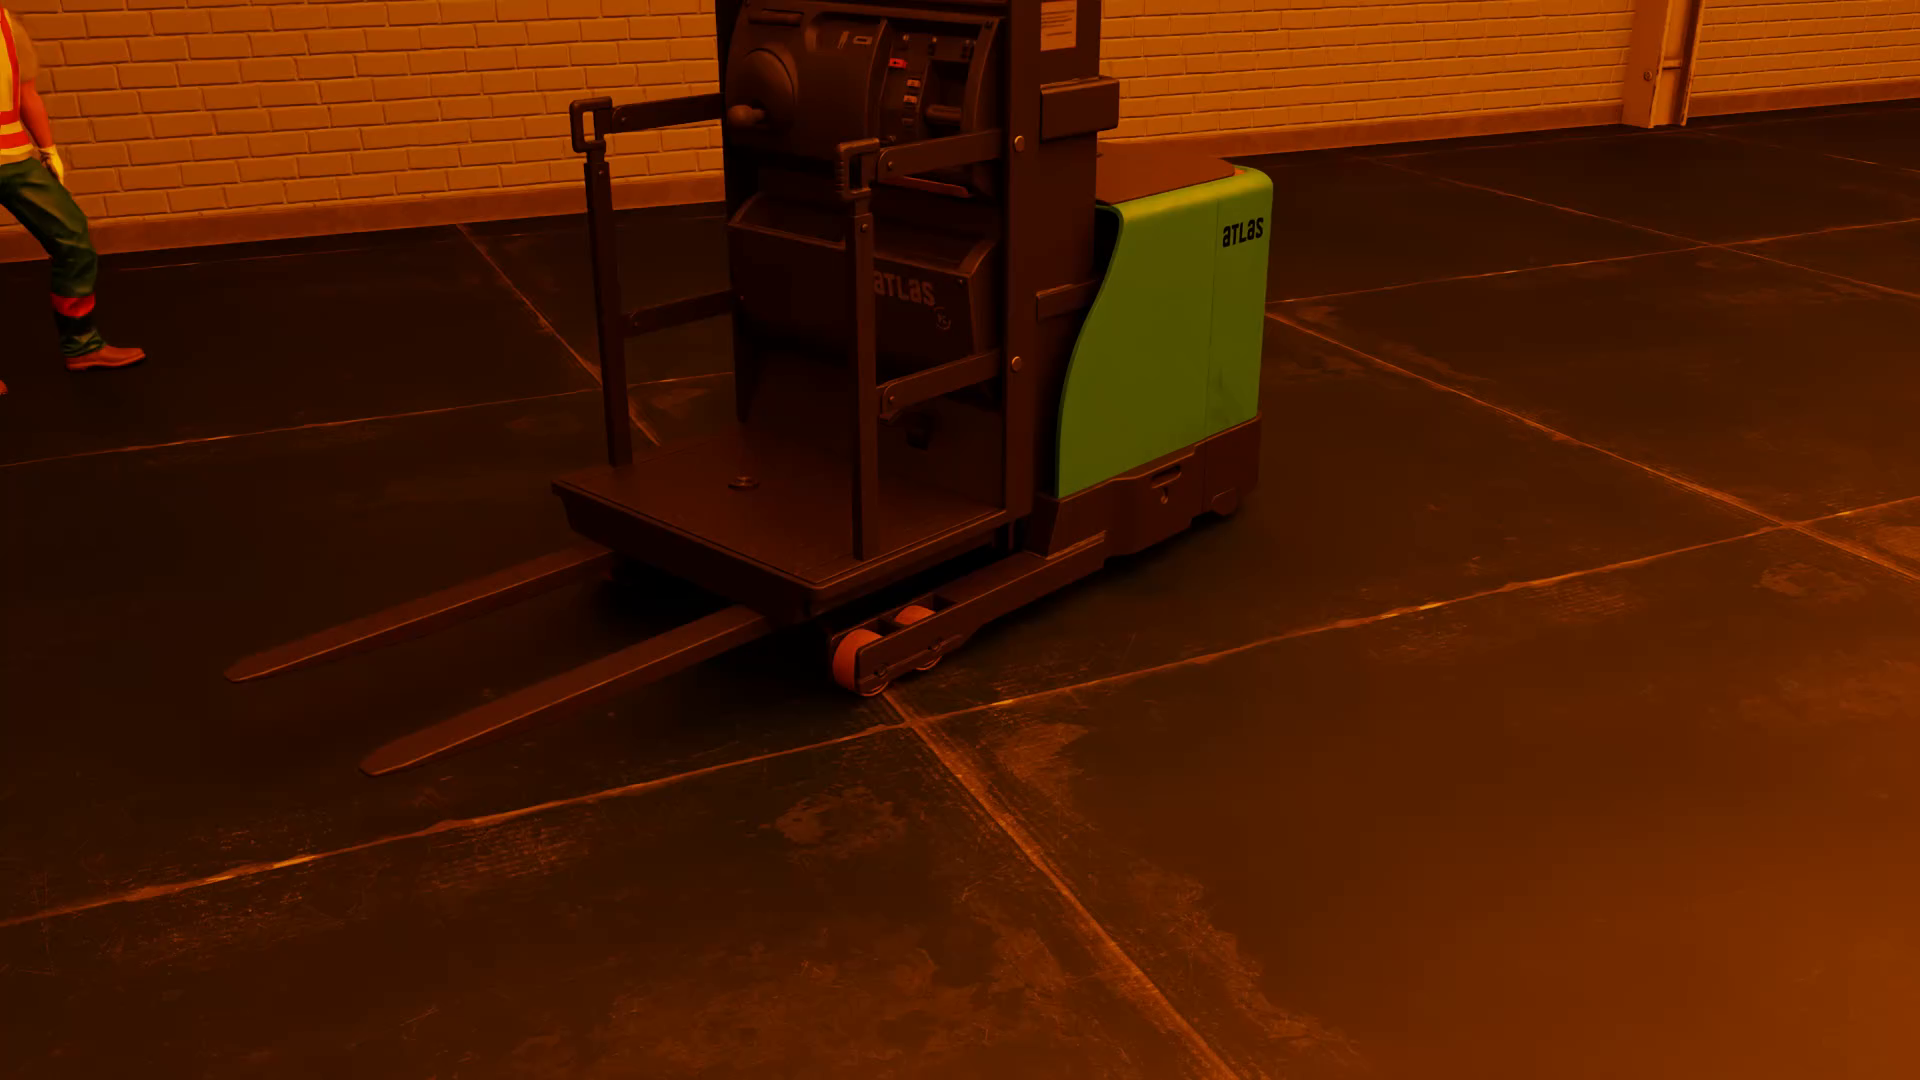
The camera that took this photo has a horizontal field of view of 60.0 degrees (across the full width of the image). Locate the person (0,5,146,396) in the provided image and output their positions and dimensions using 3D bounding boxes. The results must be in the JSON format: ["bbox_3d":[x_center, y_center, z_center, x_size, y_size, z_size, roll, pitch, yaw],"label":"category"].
[{"bbox_3d":[-3.693,-1.408,6.268,0.460,1.748,0.885,17,28,34],"label":"person"}]

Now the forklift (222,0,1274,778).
[{"bbox_3d":[-0.413,-1.182,4.131,1.130,2.935,3.031,19,29,39],"label":"forklift"}]
